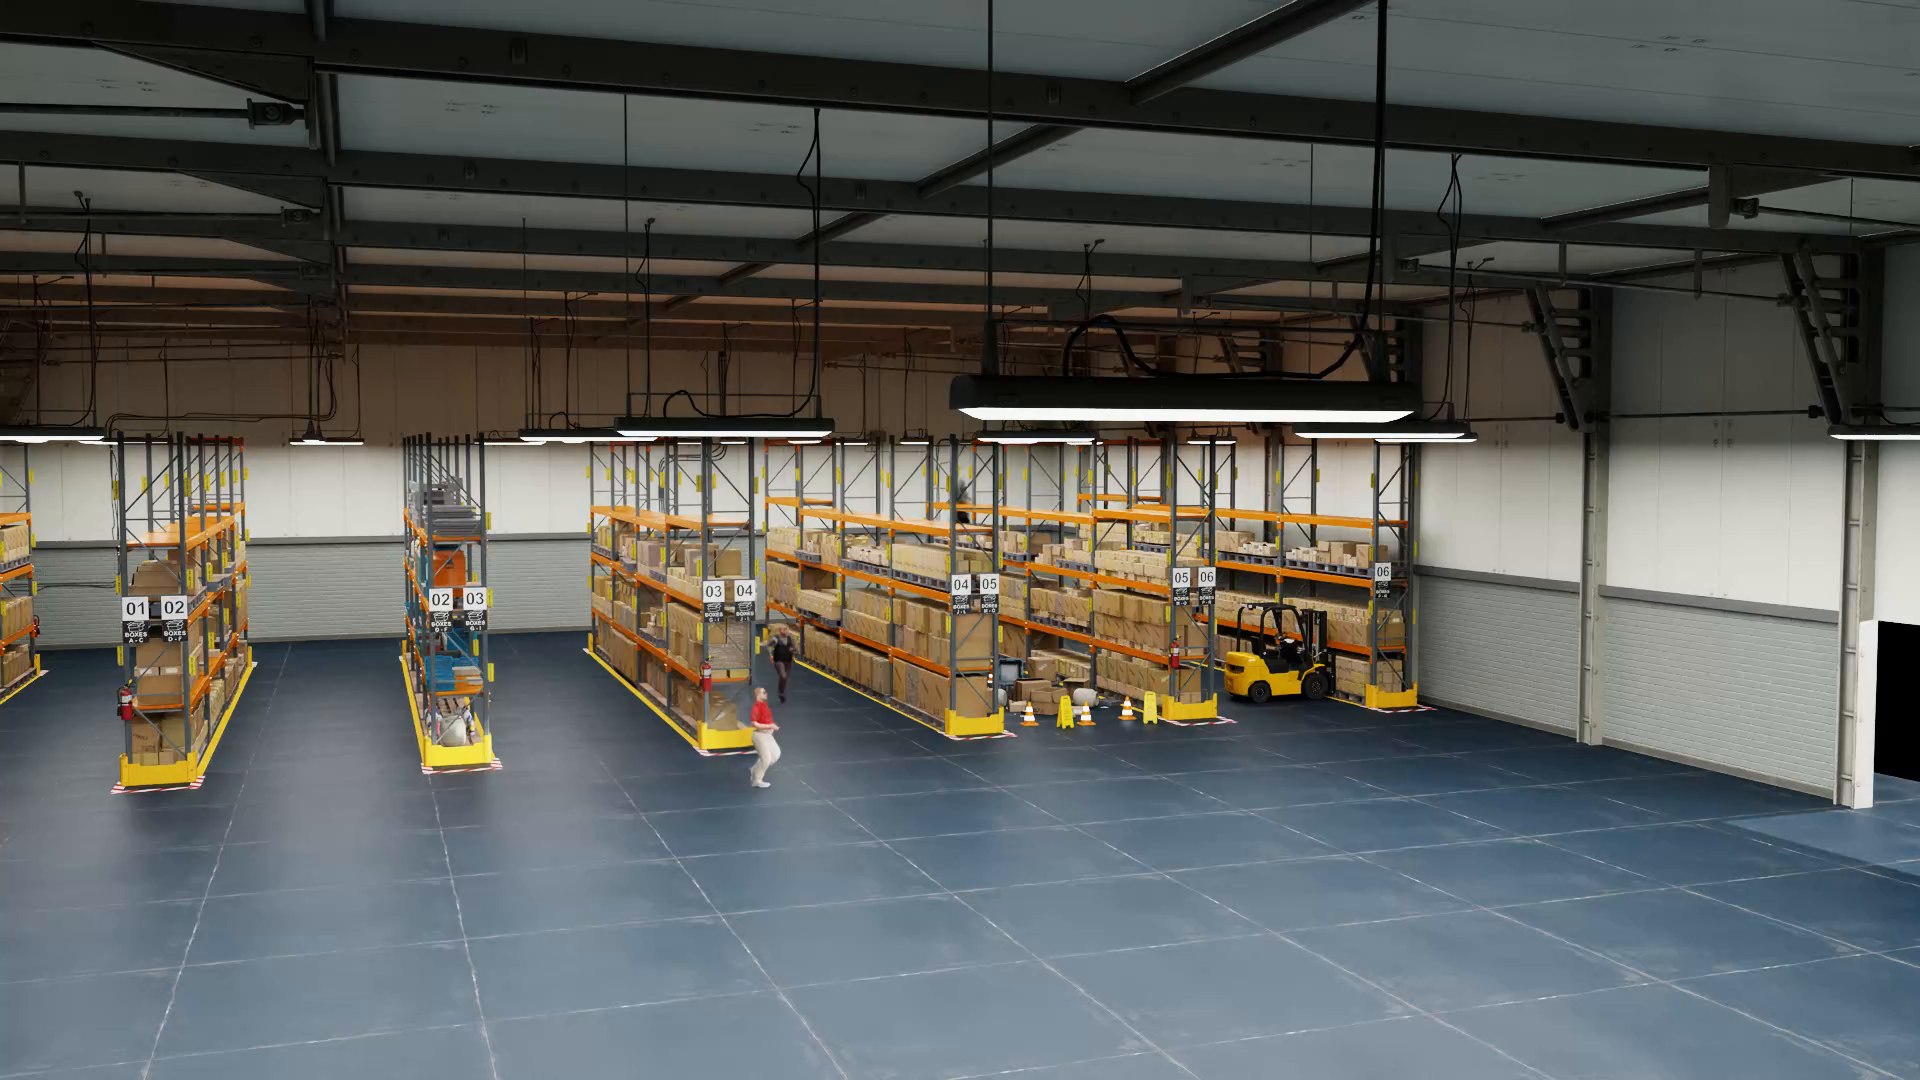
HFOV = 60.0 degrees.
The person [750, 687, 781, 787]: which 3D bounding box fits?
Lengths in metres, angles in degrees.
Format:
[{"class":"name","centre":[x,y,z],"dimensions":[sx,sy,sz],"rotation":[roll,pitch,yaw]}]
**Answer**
[{"class":"person","centre":[-3.275,3.318,28.023],"dimensions":[0.602,1.680,0.652],"rotation":[0,3,9]}]

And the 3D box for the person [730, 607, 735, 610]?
[{"class":"person","centre":[-6.571,2.185,48.348],"dimensions":[0.708,1.787,0.745],"rotation":[2,4,36]}]

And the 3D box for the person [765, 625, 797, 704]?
[{"class":"person","centre":[-3.987,2.790,37.413],"dimensions":[0.625,1.782,0.767],"rotation":[-2,4,-34]}]
